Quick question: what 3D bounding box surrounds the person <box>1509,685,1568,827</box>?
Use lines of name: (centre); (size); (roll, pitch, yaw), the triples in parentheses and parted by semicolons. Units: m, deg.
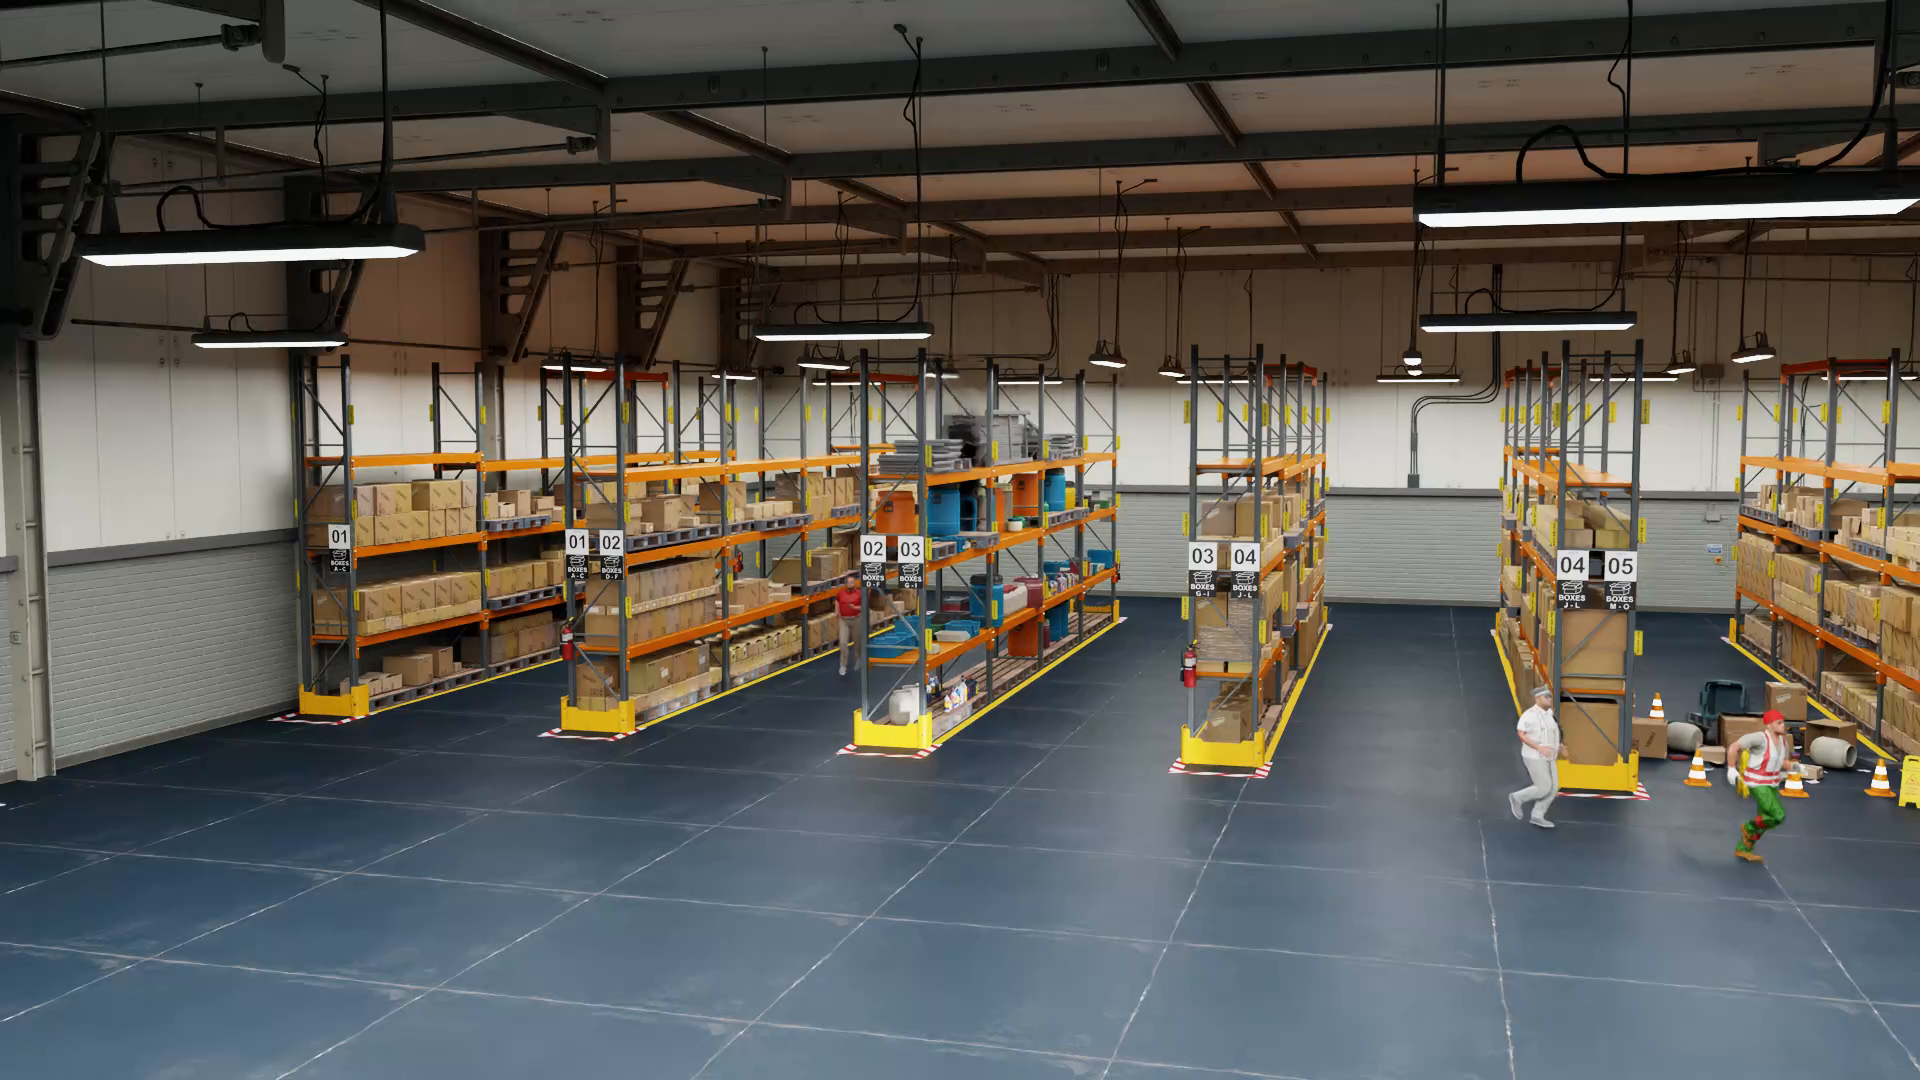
person: (7.044, 2.613, 20.266); (0.648, 1.737, 0.595); (-4, 6, -41)

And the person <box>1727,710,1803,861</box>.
person: (8.986, 2.746, 18.491); (0.709, 1.726, 0.681); (-2, 5, -28)

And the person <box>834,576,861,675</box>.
person: (-2.004, 1.549, 30.446); (0.656, 1.754, 0.858); (0, 4, 6)
